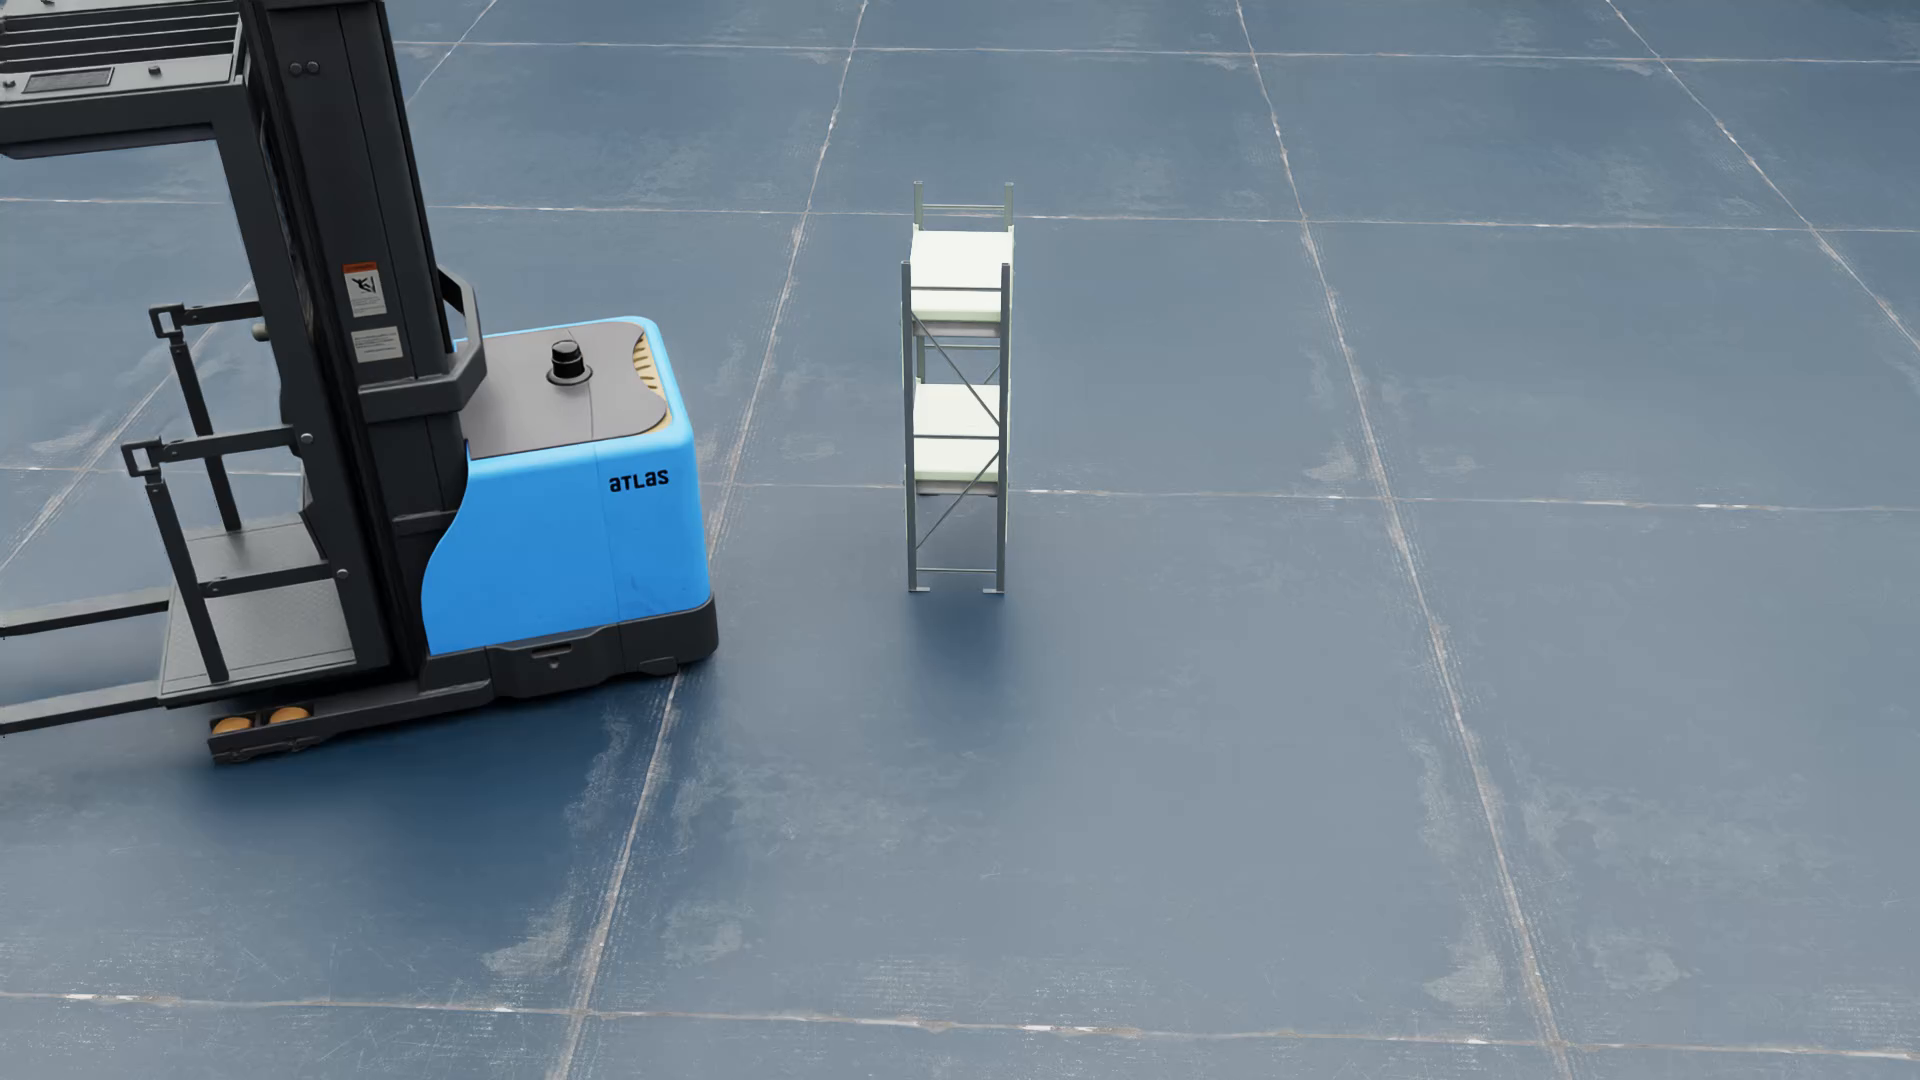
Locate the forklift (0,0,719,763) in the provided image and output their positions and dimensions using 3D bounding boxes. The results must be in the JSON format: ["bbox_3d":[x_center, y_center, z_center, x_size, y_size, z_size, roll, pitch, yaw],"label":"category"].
[{"bbox_3d":[-2.524,-0.725,5.732,3.031,2.935,1.130,-10,36,-14],"label":"forklift"}]

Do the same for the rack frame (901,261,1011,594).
[{"bbox_3d":[-0.015,-0.399,6.514,0.400,1.500,0.023,1,35,2],"label":"rack frame"}]

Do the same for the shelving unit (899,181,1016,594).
[{"bbox_3d":[0.000,-0.610,6.813,0.431,1.500,0.755,1,35,2],"label":"shelving unit"}]

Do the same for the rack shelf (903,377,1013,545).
[{"bbox_3d":[0.000,-0.343,7.001,0.431,0.370,0.720,1,35,2],"label":"rack shelf"}]

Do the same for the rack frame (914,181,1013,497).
[{"bbox_3d":[0.014,-0.820,7.113,0.400,1.500,0.023,1,35,2],"label":"rack frame"}]

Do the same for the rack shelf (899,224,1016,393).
[{"bbox_3d":[0.000,-0.929,6.589,0.431,0.370,0.720,1,35,2],"label":"rack shelf"}]
